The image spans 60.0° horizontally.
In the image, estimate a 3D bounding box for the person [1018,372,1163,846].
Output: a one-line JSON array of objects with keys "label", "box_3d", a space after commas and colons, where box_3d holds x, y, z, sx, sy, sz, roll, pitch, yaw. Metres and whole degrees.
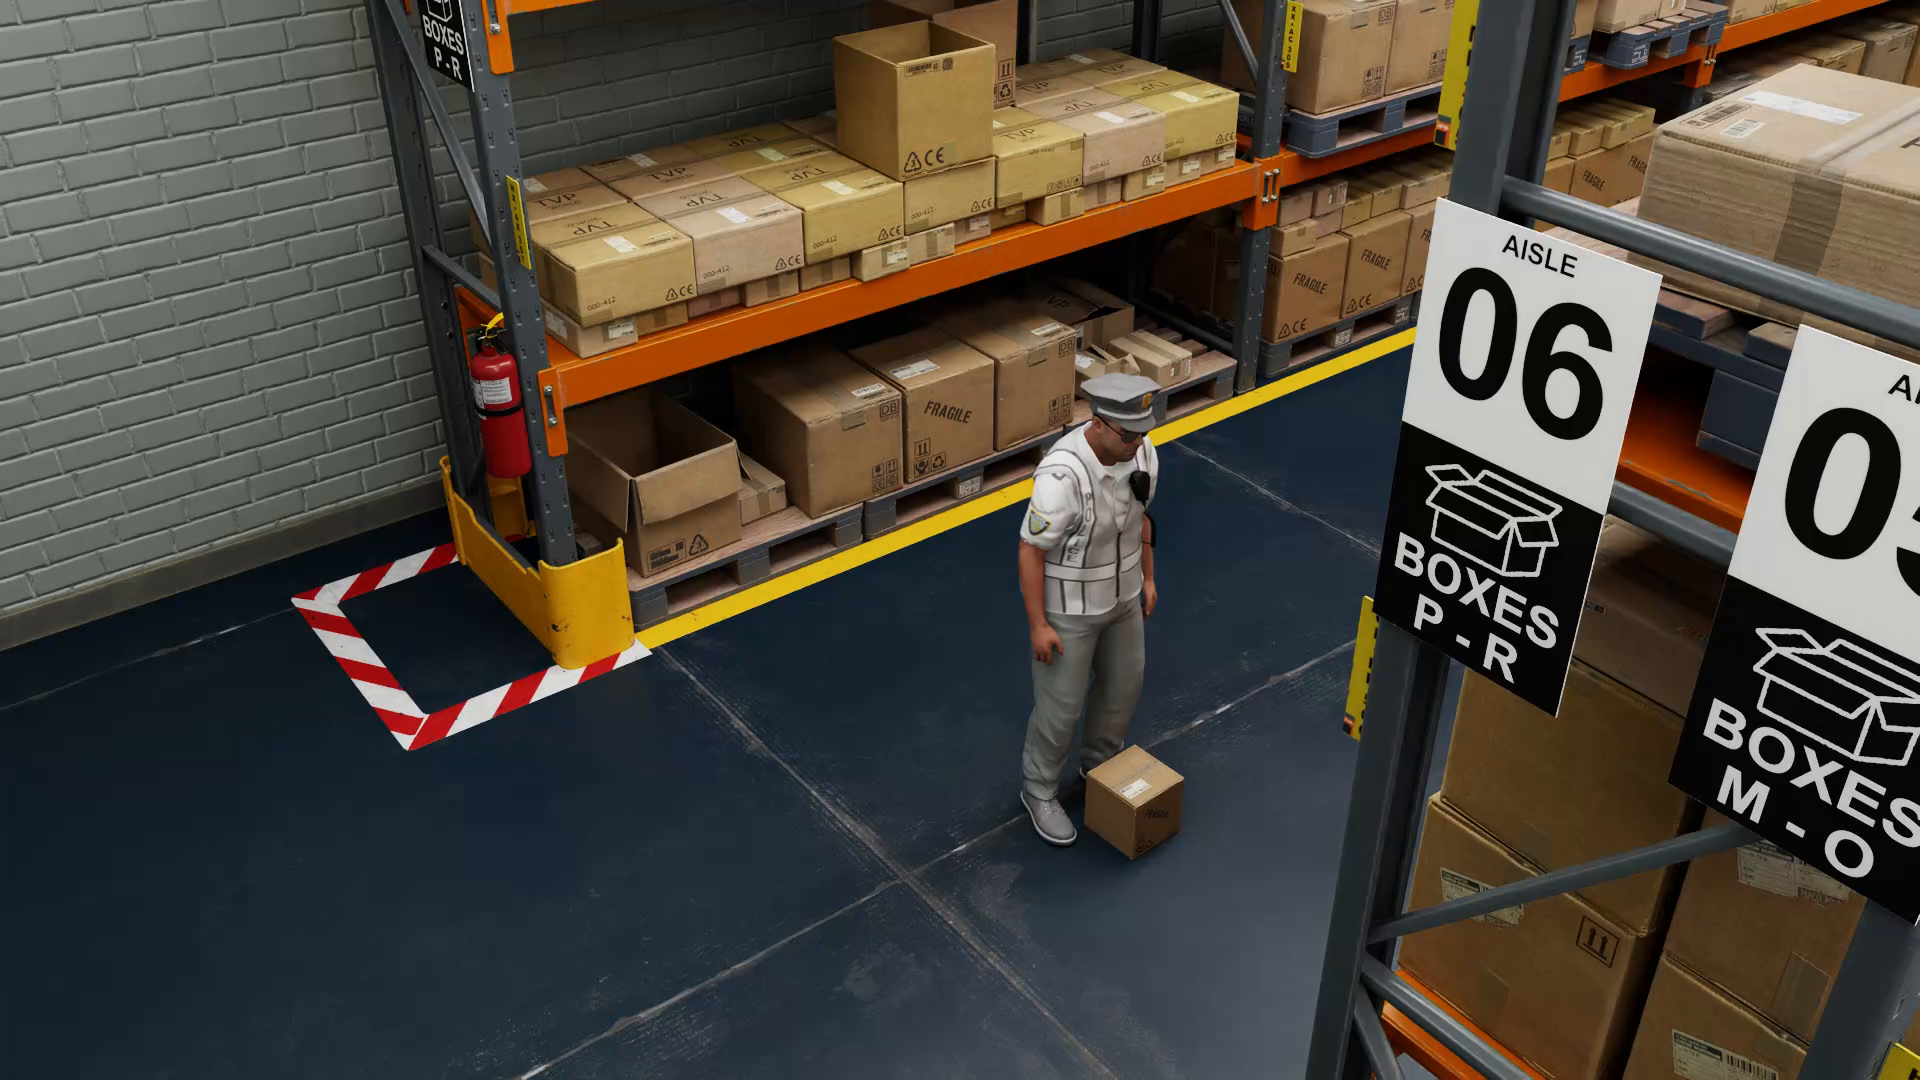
[{"label": "person", "box_3d": [0.456, 0.210, 5.793, 0.584, 1.747, 0.475, -23, 39, -32]}]
